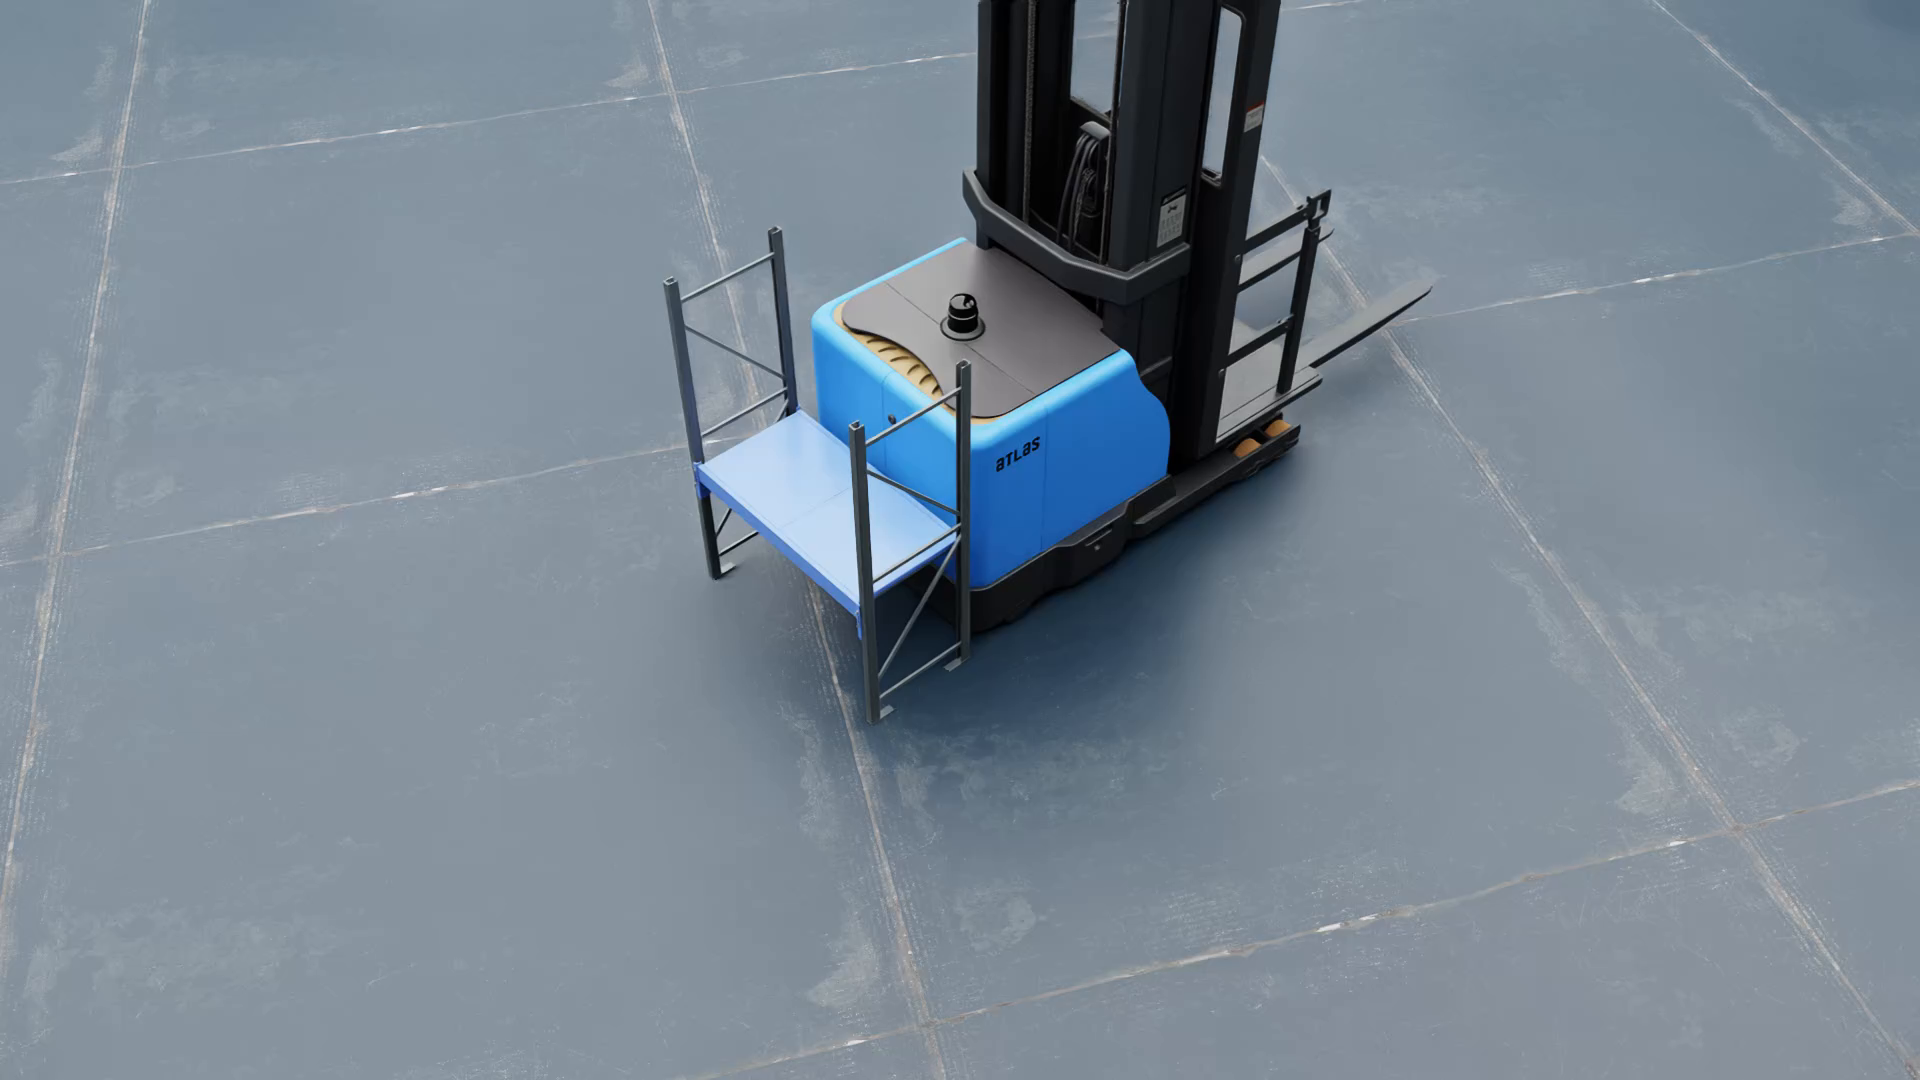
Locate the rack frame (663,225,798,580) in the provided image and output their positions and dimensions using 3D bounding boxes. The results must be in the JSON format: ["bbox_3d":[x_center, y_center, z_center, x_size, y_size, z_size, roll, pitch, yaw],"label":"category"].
[{"bbox_3d":[-0.838,-0.487,6.428,0.500,1.500,0.032,-33,54,-28],"label":"rack frame"}]

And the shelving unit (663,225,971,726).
[{"bbox_3d":[-0.498,-0.217,6.163,0.538,1.500,1.048,-33,54,-28],"label":"shelving unit"}]

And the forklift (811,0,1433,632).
[{"bbox_3d":[0.866,-1.563,6.481,3.031,2.935,1.130,-31,53,-27],"label":"forklift"}]

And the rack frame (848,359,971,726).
[{"bbox_3d":[-0.158,0.053,5.899,0.500,1.500,0.032,-33,54,-28],"label":"rack frame"}]

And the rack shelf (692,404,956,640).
[{"bbox_3d":[-0.498,-0.091,6.292,0.538,0.185,1.000,-33,54,-28],"label":"rack shelf"}]
